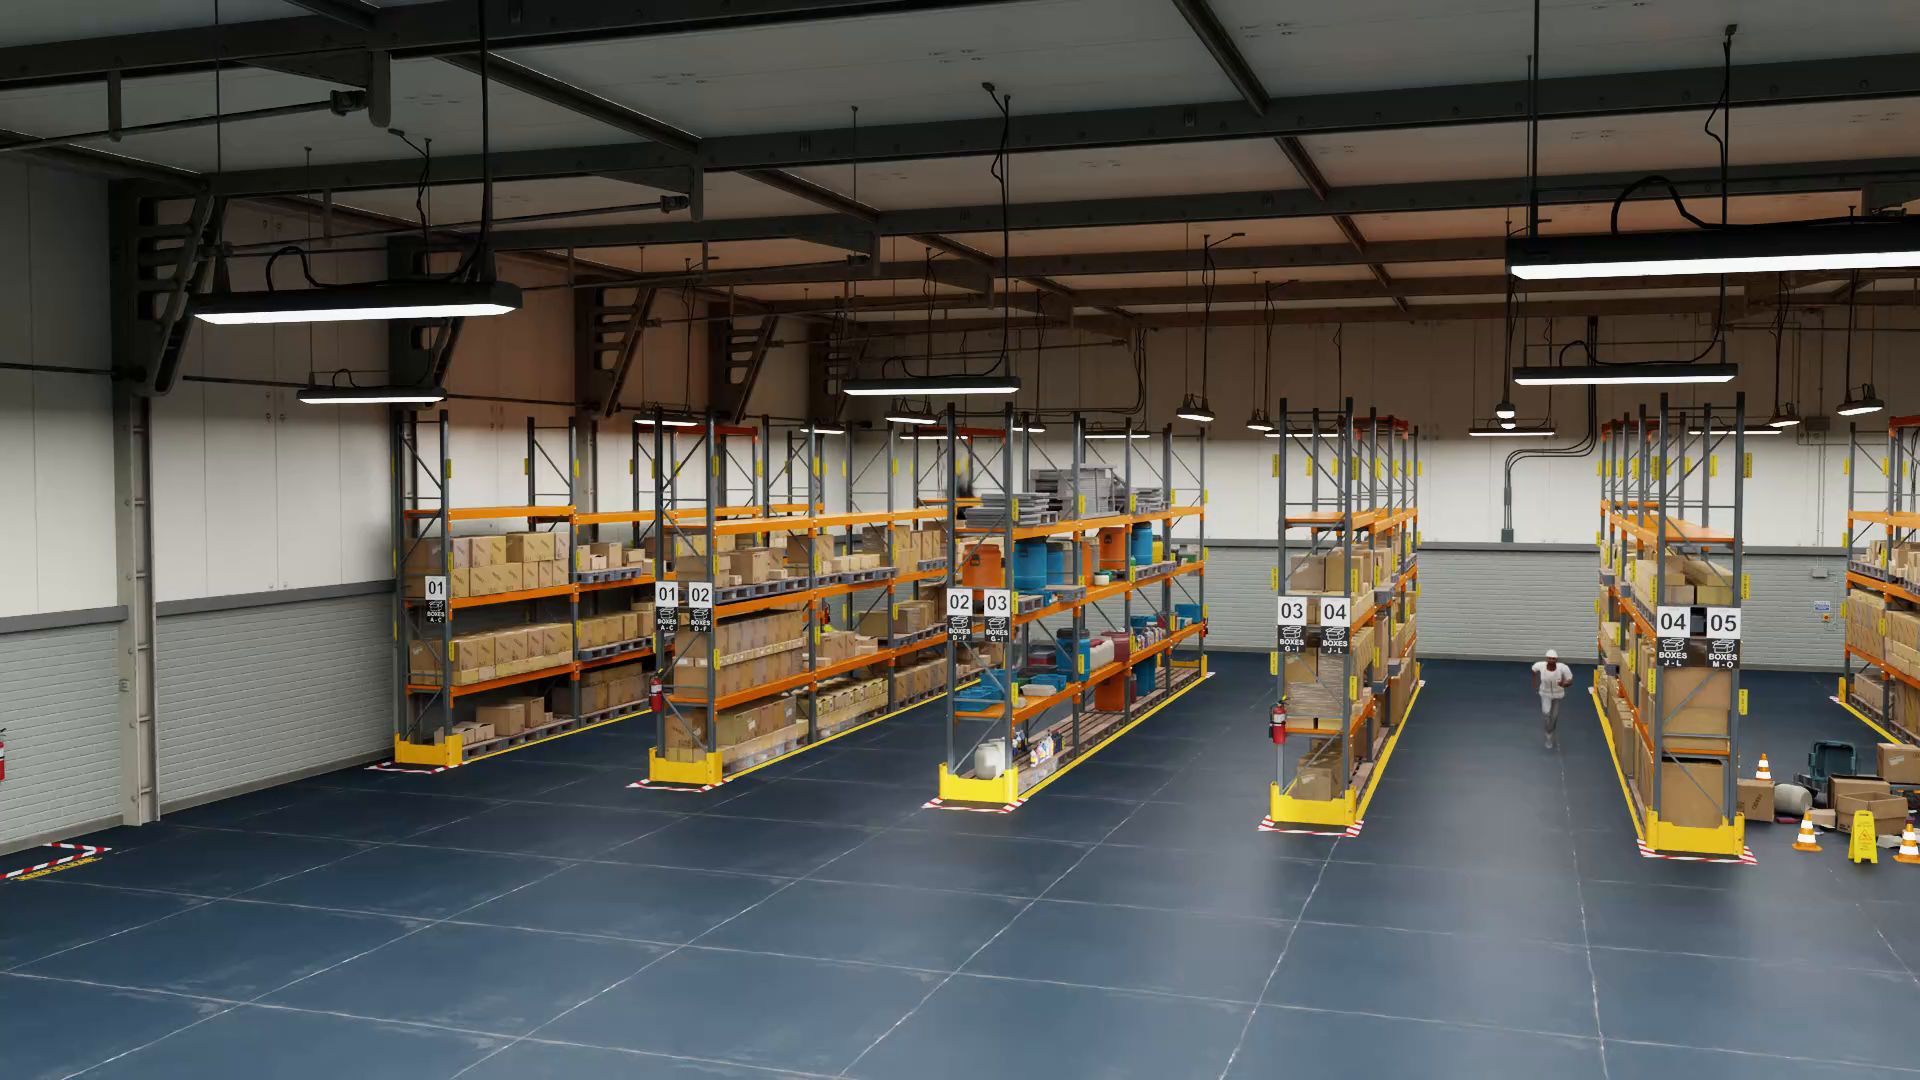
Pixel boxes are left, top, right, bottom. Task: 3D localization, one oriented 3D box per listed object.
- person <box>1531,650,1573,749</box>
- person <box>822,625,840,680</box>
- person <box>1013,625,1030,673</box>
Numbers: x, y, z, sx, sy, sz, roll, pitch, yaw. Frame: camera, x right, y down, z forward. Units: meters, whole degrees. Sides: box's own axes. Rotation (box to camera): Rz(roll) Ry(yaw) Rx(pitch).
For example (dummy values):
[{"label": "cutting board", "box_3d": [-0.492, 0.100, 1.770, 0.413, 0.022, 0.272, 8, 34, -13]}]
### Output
[{"label": "person", "box_3d": [10.710, 2.854, 30.101, 0.695, 1.776, 1.004, 1, 3, 15]}, {"label": "person", "box_3d": [-2.885, 2.644, 36.617, 0.733, 1.578, 0.830, 0, 2, 10]}, {"label": "person", "box_3d": [1.333, 2.644, 37.665, 0.571, 1.548, 0.914, 1, 3, 14]}]
